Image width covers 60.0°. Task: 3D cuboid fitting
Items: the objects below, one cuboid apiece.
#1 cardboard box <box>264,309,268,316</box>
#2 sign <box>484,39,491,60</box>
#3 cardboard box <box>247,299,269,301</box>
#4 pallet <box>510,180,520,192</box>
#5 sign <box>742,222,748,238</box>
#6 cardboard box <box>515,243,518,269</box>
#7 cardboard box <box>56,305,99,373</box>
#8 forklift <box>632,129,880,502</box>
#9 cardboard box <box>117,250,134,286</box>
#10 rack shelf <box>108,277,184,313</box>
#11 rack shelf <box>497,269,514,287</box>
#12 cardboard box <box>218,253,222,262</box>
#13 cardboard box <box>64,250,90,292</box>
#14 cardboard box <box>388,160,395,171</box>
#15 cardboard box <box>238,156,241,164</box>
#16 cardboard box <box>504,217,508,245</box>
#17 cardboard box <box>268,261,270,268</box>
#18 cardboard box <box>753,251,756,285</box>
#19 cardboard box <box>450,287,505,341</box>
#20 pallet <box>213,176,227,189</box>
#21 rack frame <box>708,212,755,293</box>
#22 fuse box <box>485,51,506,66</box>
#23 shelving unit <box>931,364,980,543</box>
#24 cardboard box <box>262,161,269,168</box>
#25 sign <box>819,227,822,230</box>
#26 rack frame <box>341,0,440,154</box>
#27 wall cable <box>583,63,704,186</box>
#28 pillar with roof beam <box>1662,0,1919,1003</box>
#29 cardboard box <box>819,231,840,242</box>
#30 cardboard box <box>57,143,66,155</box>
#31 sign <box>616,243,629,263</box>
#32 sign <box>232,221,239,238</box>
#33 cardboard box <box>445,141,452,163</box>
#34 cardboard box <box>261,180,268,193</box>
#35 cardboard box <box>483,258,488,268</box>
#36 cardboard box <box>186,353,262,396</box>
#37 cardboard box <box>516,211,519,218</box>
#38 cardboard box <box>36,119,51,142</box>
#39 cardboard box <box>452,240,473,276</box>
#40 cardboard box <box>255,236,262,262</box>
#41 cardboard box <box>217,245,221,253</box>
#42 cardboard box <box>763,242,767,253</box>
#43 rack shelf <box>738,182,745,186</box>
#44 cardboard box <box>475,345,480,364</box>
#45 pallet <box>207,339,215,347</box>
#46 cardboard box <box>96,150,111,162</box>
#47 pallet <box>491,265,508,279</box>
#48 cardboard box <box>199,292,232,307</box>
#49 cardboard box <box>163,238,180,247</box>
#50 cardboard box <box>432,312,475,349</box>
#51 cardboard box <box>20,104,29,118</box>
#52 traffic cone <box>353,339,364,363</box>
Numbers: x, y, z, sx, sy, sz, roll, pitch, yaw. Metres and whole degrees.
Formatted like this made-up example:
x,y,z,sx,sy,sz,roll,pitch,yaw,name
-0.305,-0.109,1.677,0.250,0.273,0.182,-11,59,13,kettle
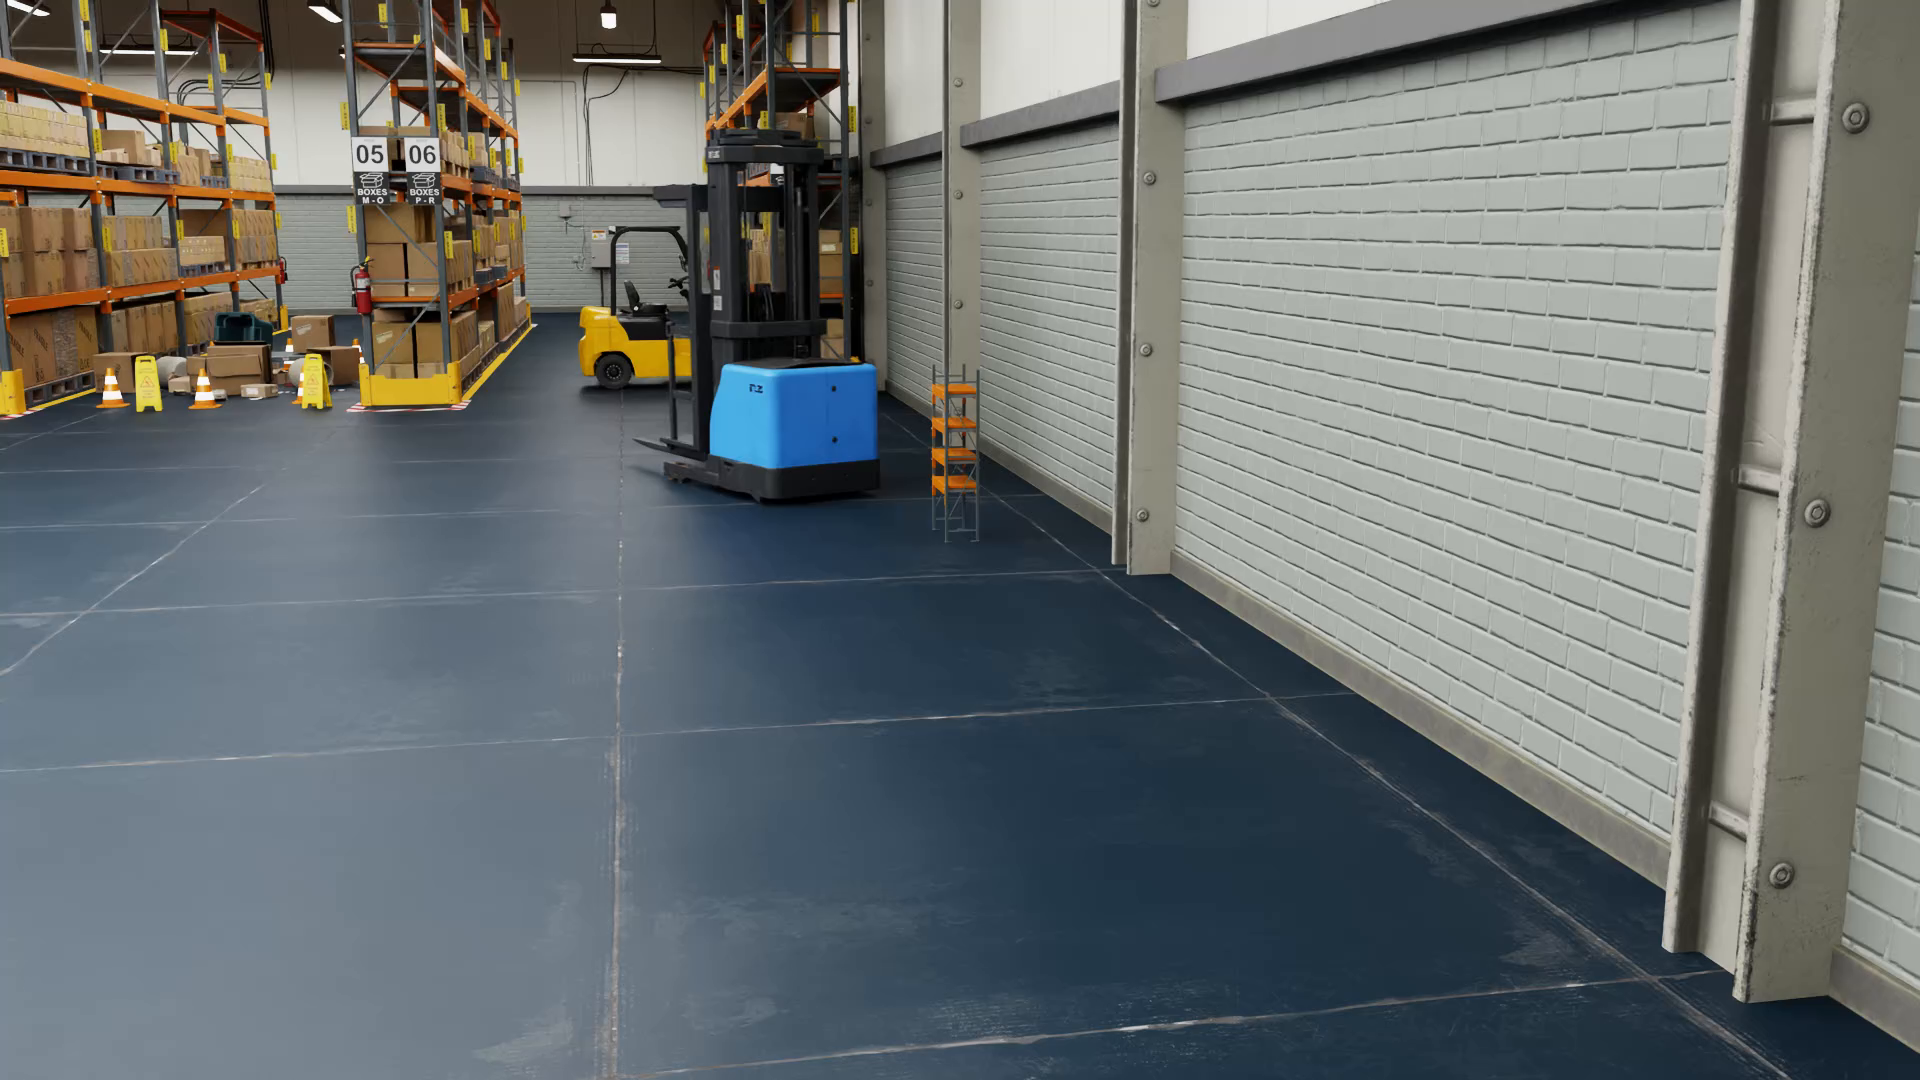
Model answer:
x,y,z,sx,sy,sz,roll,pitch,yaw,name
-14.117,-4.564,33.360,0.380,0.149,0.250,-2,11,-10,cardboard box
-7.793,-8.086,27.403,0.100,0.325,0.005,-2,11,-11,sign
-14.371,-4.850,34.068,0.380,0.149,0.250,-2,11,-10,cardboard box
-9.725,-7.381,34.669,1.003,0.211,1.213,-2,11,-11,pallet
-3.208,-4.576,24.829,0.100,0.325,0.005,-2,11,-11,sign
-9.120,-5.682,33.259,0.500,0.500,0.500,-2,11,-11,cardboard box
-12.328,-2.732,22.588,0.875,0.875,0.875,-2,11,-10,cardboard box
-1.908,-1.969,14.203,1.130,2.935,3.031,-7,13,-34,forklift
-12.319,-3.935,24.083,0.500,0.500,0.500,-2,11,-11,cardboard box
-12.771,-3.701,25.043,1.077,0.370,4.000,-2,11,-11,rack shelf
-8.713,-4.633,29.940,1.077,0.370,4.000,-2,11,-11,rack shelf
-13.615,-5.124,30.146,0.380,0.149,0.250,-2,11,-11,cardboard box
-12.169,-3.594,22.155,0.875,0.550,0.550,-2,11,-11,cardboard box
-7.112,-4.558,20.270,0.380,0.149,0.250,-2,11,-11,cardboard box
-13.957,-7.249,31.737,0.380,0.149,0.250,-2,11,-13,cardboard box
-8.661,-5.726,30.817,0.500,0.500,0.500,-2,11,-10,cardboard box
-14.300,-5.623,33.889,0.380,0.149,0.250,-2,11,-12,cardboard box
-2.730,-3.931,24.058,0.500,0.500,0.500,-2,11,-10,cardboard box
-8.377,-3.912,28.786,0.875,0.875,0.875,-2,11,-12,cardboard box
-13.922,-6.419,29.879,1.213,0.211,1.003,-2,11,-11,pallet
-5.012,-6.268,36.606,1.000,3.000,0.127,-2,11,-11,rack frame
-11.242,-11.625,40.149,0.513,0.334,0.176,-2,11,-11,fuse box
-0.032,-0.620,11.744,0.258,1.200,0.503,-2,11,-11,shelving unit
-14.363,-7.679,33.997,0.380,0.149,0.250,-2,11,-12,cardboard box
-2.133,-4.552,25.062,0.100,0.325,0.005,-2,11,-11,sign
-6.768,-6.100,19.676,1.000,3.000,0.127,-2,11,-11,rack frame
-7.784,-10.207,41.154,2.988,3.039,0.133,-2,11,-11,wall cable
-1.873,-2.983,3.304,9.100,9.000,0.400,-2,11,-11,pillar with roof beam
-1.755,-3.917,21.455,0.380,0.149,0.250,-2,11,-12,cardboard box
-11.799,-5.052,21.474,0.380,0.149,0.250,-2,11,-10,cardboard box
-8.466,-7.179,41.647,0.329,0.494,0.001,-2,11,-11,sign
-13.394,-5.744,30.758,0.100,0.325,0.005,-2,11,-11,sign
-6.693,-4.893,20.965,0.500,0.250,0.500,-2,11,-12,cardboard box
-14.261,-7.121,33.467,0.500,0.250,0.500,-2,11,-11,cardboard box
-7.570,-4.322,25.930,0.380,0.149,0.250,-2,11,-9,cardboard box
-9.593,-2.156,21.679,0.637,0.503,0.797,9,14,38,cardboard box
-9.408,-6.797,34.711,0.380,0.149,0.250,-2,11,-12,cardboard box
-11.741,-5.131,20.823,0.500,0.250,0.500,-2,11,-11,cardboard box
-7.215,-4.009,23.673,0.500,0.500,0.500,-2,11,-12,cardboard box
-14.086,-5.731,32.724,0.500,0.500,0.500,-2,11,-8,cardboard box
-13.614,-5.270,30.114,0.380,0.149,0.250,-2,11,-11,cardboard box
-2.446,-3.944,22.391,0.380,0.149,0.250,-2,11,-13,cardboard box
-3.067,-5.554,26.757,1.077,0.370,4.000,-2,11,-11,rack shelf
-7.167,-2.643,23.791,0.500,0.250,0.500,-2,11,-8,cardboard box
-13.544,-3.418,29.090,1.003,0.211,1.213,-2,11,-11,pallet
-12.340,-5.492,23.789,0.250,0.149,0.380,-2,11,-11,cardboard box
-8.081,-4.399,27.297,1.213,0.211,1.003,-2,11,-11,pallet
-13.545,-4.374,30.212,0.500,0.250,0.500,-2,11,-13,cardboard box
-13.060,-4.889,27.318,0.380,0.149,0.250,-2,11,-11,cardboard box
-7.067,-2.918,23.230,0.500,0.500,0.500,-2,11,-10,cardboard box
-11.553,-5.210,20.176,0.380,0.149,0.250,-2,11,-12,cardboard box
-9.160,-2.816,25.256,0.336,0.463,0.334,-2,11,-11,traffic cone
